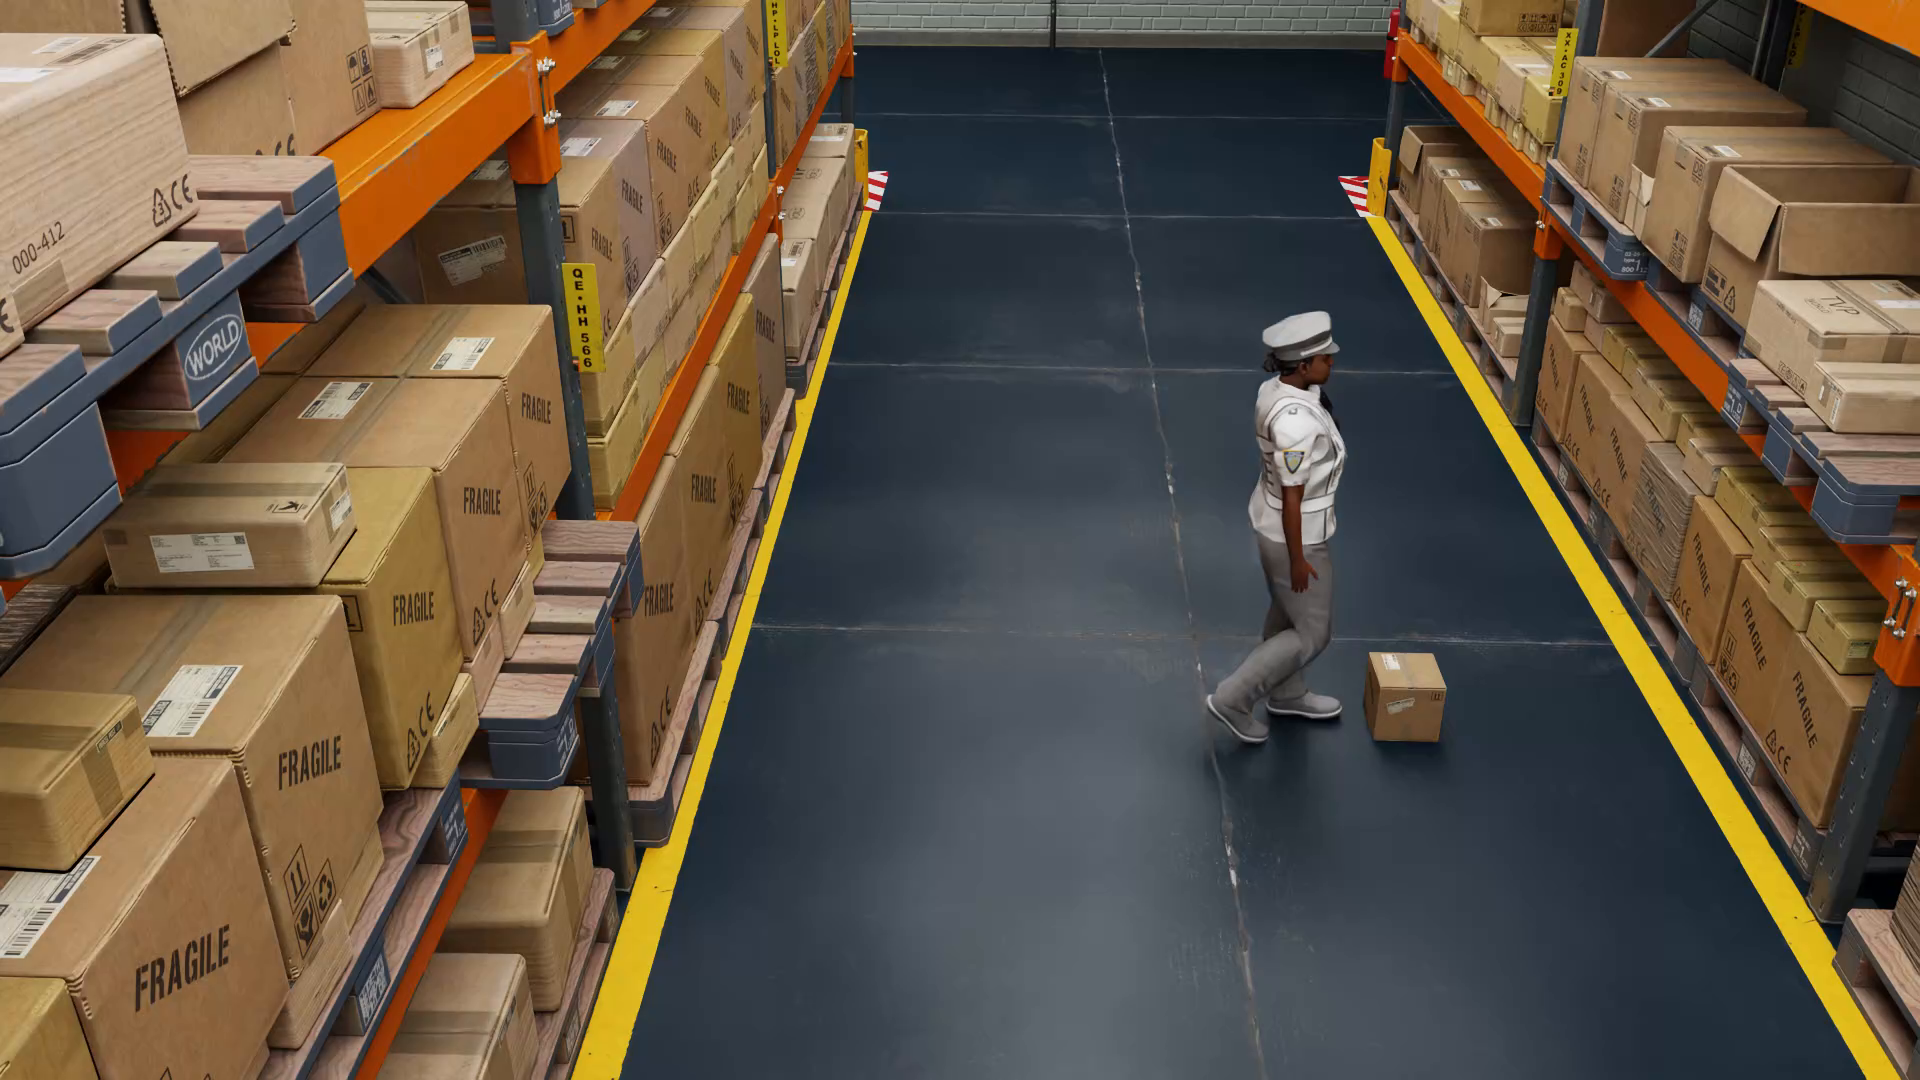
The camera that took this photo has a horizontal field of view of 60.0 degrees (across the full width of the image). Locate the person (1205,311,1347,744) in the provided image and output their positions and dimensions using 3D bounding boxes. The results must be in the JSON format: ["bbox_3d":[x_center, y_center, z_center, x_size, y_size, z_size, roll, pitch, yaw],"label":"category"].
[{"bbox_3d":[1.222,-0.040,6.150,0.562,1.675,0.465,1,28,2],"label":"person"}]
